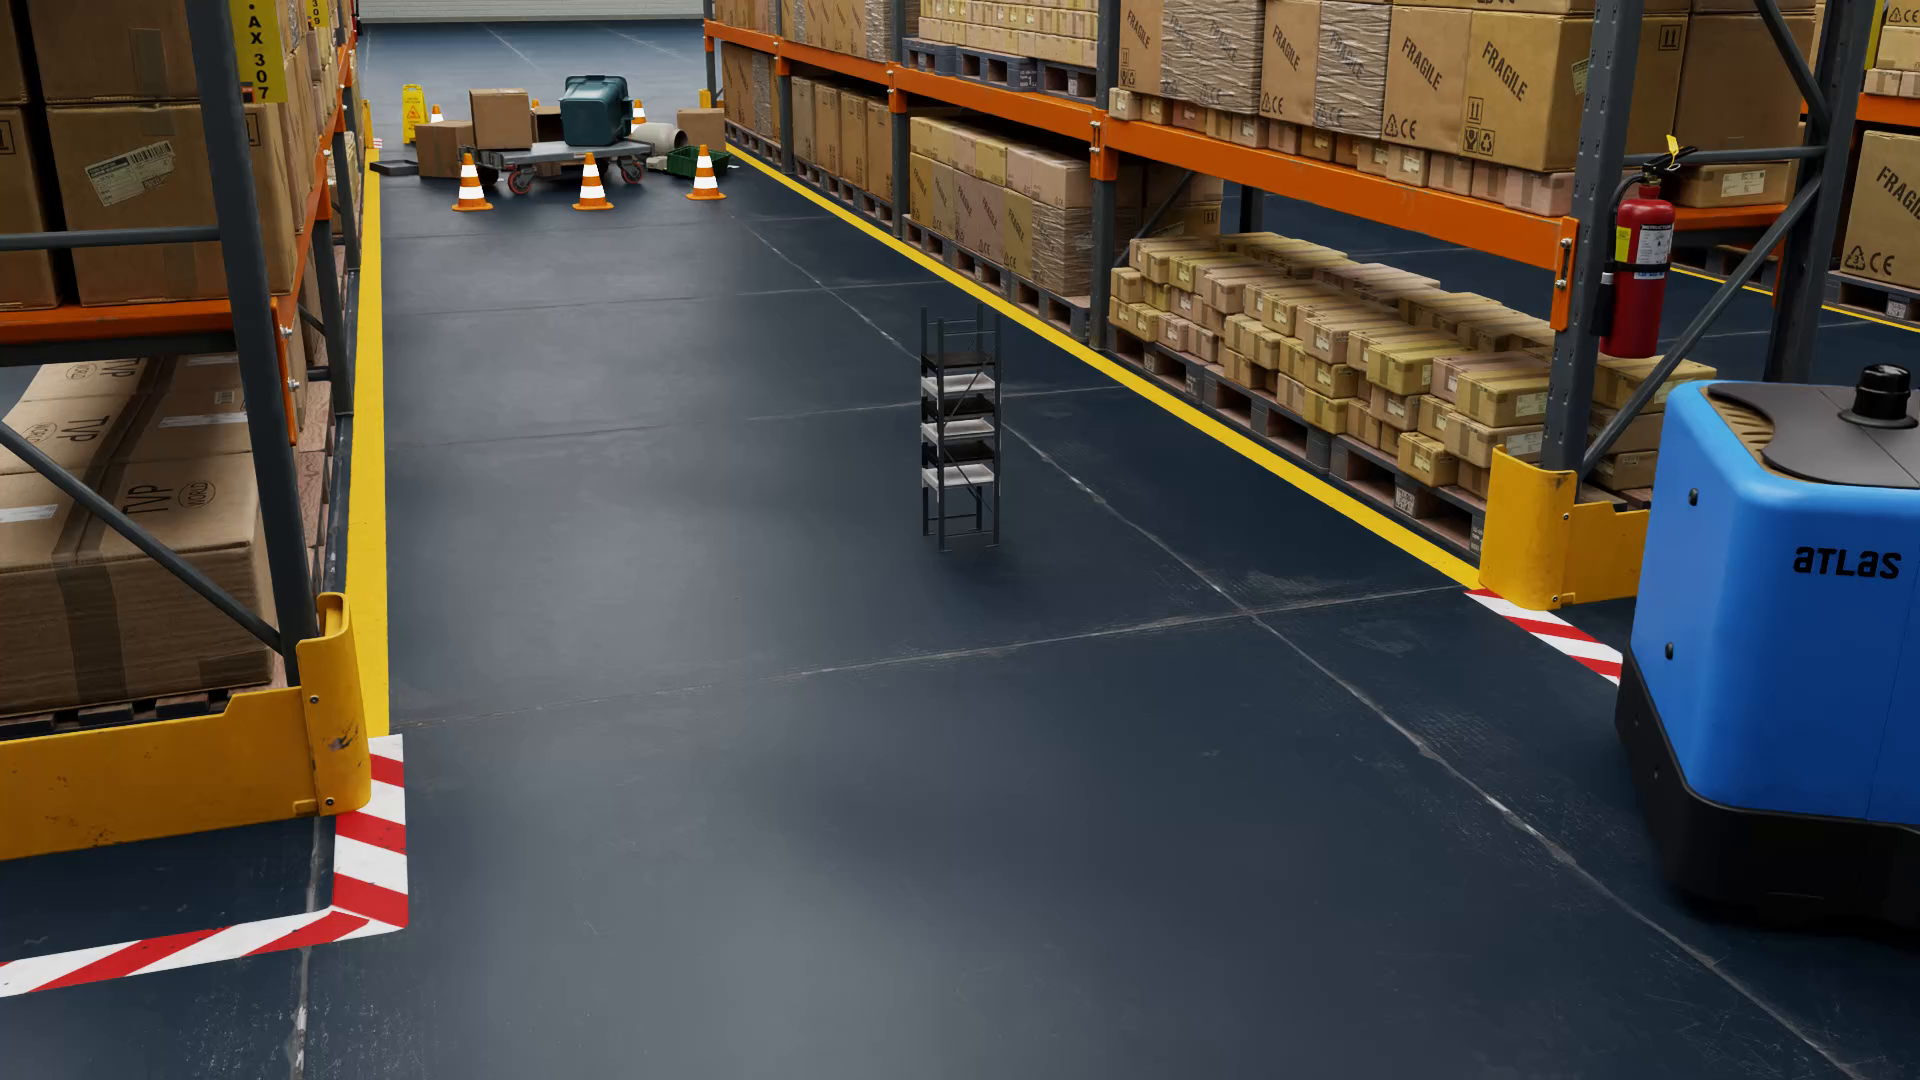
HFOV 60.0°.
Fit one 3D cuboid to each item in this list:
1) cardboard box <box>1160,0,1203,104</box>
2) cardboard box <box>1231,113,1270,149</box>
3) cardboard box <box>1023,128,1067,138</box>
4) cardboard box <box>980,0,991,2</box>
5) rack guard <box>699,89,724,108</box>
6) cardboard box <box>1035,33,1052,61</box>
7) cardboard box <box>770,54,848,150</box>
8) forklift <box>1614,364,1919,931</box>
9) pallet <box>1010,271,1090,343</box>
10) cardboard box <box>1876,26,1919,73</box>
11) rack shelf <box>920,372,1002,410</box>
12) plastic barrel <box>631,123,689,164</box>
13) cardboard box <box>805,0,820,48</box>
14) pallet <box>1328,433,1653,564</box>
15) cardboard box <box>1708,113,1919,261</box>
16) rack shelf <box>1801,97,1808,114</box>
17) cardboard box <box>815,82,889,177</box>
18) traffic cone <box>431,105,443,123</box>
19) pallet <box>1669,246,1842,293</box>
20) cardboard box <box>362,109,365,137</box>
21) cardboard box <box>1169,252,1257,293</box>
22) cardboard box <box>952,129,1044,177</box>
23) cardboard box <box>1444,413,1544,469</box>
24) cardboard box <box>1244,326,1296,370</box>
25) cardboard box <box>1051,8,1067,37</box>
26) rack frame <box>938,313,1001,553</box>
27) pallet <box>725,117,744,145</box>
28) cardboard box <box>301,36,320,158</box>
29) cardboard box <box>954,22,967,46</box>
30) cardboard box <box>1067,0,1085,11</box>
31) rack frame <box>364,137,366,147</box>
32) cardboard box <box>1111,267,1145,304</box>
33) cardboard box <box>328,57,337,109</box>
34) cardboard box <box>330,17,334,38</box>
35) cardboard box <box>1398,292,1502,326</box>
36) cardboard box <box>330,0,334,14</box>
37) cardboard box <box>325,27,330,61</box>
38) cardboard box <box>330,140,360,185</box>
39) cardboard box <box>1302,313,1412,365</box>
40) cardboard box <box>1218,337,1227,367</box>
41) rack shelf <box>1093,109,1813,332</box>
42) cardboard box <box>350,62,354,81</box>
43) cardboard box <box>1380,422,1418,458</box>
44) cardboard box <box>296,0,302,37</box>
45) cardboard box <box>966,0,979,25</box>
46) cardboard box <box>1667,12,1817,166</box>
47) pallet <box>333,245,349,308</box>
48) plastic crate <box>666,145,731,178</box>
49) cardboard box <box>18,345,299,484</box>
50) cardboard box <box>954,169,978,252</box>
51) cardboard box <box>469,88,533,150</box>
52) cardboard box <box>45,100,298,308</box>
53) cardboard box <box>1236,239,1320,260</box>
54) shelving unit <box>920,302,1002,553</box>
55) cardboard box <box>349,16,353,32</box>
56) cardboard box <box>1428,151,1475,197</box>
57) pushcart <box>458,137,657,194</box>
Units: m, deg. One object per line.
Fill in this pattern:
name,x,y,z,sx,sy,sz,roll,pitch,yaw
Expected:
cardboard box,1.304,-2.381,8.019,0.500,0.500,0.500,-6,21,-17
cardboard box,1.464,-1.876,7.573,0.380,0.149,0.250,-5,20,-15
cardboard box,0.746,-2.678,11.401,0.500,0.250,0.500,-6,21,-16
cardboard box,0.344,-3.590,10.844,0.380,0.149,0.250,-6,21,-16
rack guard,-2.554,-5.219,20.208,1.175,0.500,0.348,-6,21,-17
cardboard box,0.676,-2.967,9.990,0.380,0.149,0.250,-7,21,-20
cardboard box,-1.420,-4.511,17.061,0.875,0.875,0.875,-6,21,-16
forklift,3.263,-0.545,3.597,3.031,2.935,1.130,4,20,11
pallet,0.980,-1.475,10.210,1.003,0.211,1.213,-6,21,-17
cardboard box,5.865,-2.923,9.898,0.500,0.250,0.500,-7,21,-18
rack shelf,0.003,-0.559,6.208,0.258,0.077,0.200,-6,21,-17
plastic barrel,-3.102,-4.093,17.186,0.512,0.421,0.421,8,21,20
cardboard box,-1.065,-4.632,14.726,0.500,0.500,0.500,-6,21,-17
pallet,2.237,-0.230,6.745,1.003,0.211,1.213,-6,21,-17
cardboard box,5.746,-2.433,11.274,1.225,0.875,0.875,-6,21,-17
rack shelf,5.337,-3.335,12.328,1.077,0.370,4.000,-6,21,-17
cardboard box,-0.709,-3.744,15.109,1.050,0.750,0.750,-6,21,-17
traffic cone,-5.854,-4.635,18.636,0.336,0.463,0.334,-6,21,-17
pallet,5.652,-1.959,11.558,1.003,0.211,1.213,-6,21,-17
cardboard box,-6.696,-4.495,17.940,0.500,0.250,0.500,-6,21,-17
cardboard box,1.294,-1.370,8.509,0.380,0.149,0.250,-7,21,-18
cardboard box,0.258,-2.625,11.255,0.500,0.250,0.500,-6,21,-17
cardboard box,2.046,-0.389,6.217,0.380,0.149,0.250,-7,21,-19
cardboard box,1.530,-0.890,7.612,0.380,0.149,0.250,-6,21,-17
cardboard box,0.754,-3.028,9.719,0.380,0.149,0.250,-5,20,-15
rack frame,0.034,-0.388,6.166,0.240,0.900,0.006,-6,21,-17
pallet,-2.220,-4.827,19.544,1.003,0.211,1.213,-6,21,-17
cardboard box,-3.053,-1.904,7.133,0.500,0.500,0.500,-6,21,-17
cardboard box,0.173,-3.476,11.407,0.380,0.149,0.250,-5,20,-15
cardboard box,0.829,-3.091,9.455,0.380,0.149,0.250,-7,21,-19
rack frame,-7.213,-5.830,18.210,1.000,3.000,0.127,-6,21,-17
cardboard box,1.036,-1.383,8.985,0.380,0.149,0.250,-5,20,-15
cardboard box,-3.788,-2.571,9.359,0.500,0.250,0.500,-7,21,-18
cardboard box,-4.791,-3.743,12.152,0.380,0.149,0.250,-6,21,-17
cardboard box,2.208,-1.014,7.518,0.380,0.149,0.250,-6,21,-16
cardboard box,-5.114,-4.314,12.780,0.500,0.500,0.500,-7,21,-19
cardboard box,-3.797,-2.806,9.273,0.500,0.250,0.500,-7,21,-19
cardboard box,-5.560,-3.109,13.900,0.950,0.372,0.625,-5,20,-14
cardboard box,1.691,-0.859,7.087,0.380,0.149,0.250,-6,21,-15
cardboard box,1.491,-0.924,8.147,0.380,0.149,0.250,-7,21,-20
rack shelf,1.854,-1.557,7.378,1.077,0.370,4.000,-6,21,-17
cardboard box,-5.868,-4.372,15.530,0.380,0.149,0.250,-6,21,-16
cardboard box,1.941,-0.422,6.750,0.380,0.149,0.250,-6,21,-17
cardboard box,-2.880,-2.211,6.507,0.500,0.500,0.500,-7,21,-18
cardboard box,0.261,-3.531,11.119,0.380,0.149,0.250,-6,21,-17
cardboard box,2.604,-1.614,5.885,0.500,0.500,0.500,-5,20,-15
pallet,-4.523,-1.689,10.807,1.003,0.211,1.213,-6,21,-17
plastic crate,-2.587,-3.725,16.424,0.450,0.188,0.662,13,22,7
cardboard box,-3.064,-0.471,6.458,0.875,0.438,0.875,-7,21,-19
cardboard box,0.276,-2.263,11.356,0.500,0.500,0.500,-7,21,-19
cardboard box,-4.276,-3.925,15.484,0.500,0.500,0.500,-6,21,-17
cardboard box,-2.063,-0.927,4.412,0.500,0.500,0.500,-7,21,-18
cardboard box,1.703,-1.509,8.896,0.380,0.149,0.250,-6,21,-17
shelving unit,0.003,-0.421,6.257,0.258,0.900,0.210,-6,21,-17
cardboard box,-6.538,-5.381,17.331,0.380,0.149,0.250,-6,21,-16
cardboard box,1.976,-1.373,6.172,0.380,0.149,0.250,-7,21,-18
pushcart,-3.807,-3.570,15.798,1.648,0.377,0.936,-15,25,-36
